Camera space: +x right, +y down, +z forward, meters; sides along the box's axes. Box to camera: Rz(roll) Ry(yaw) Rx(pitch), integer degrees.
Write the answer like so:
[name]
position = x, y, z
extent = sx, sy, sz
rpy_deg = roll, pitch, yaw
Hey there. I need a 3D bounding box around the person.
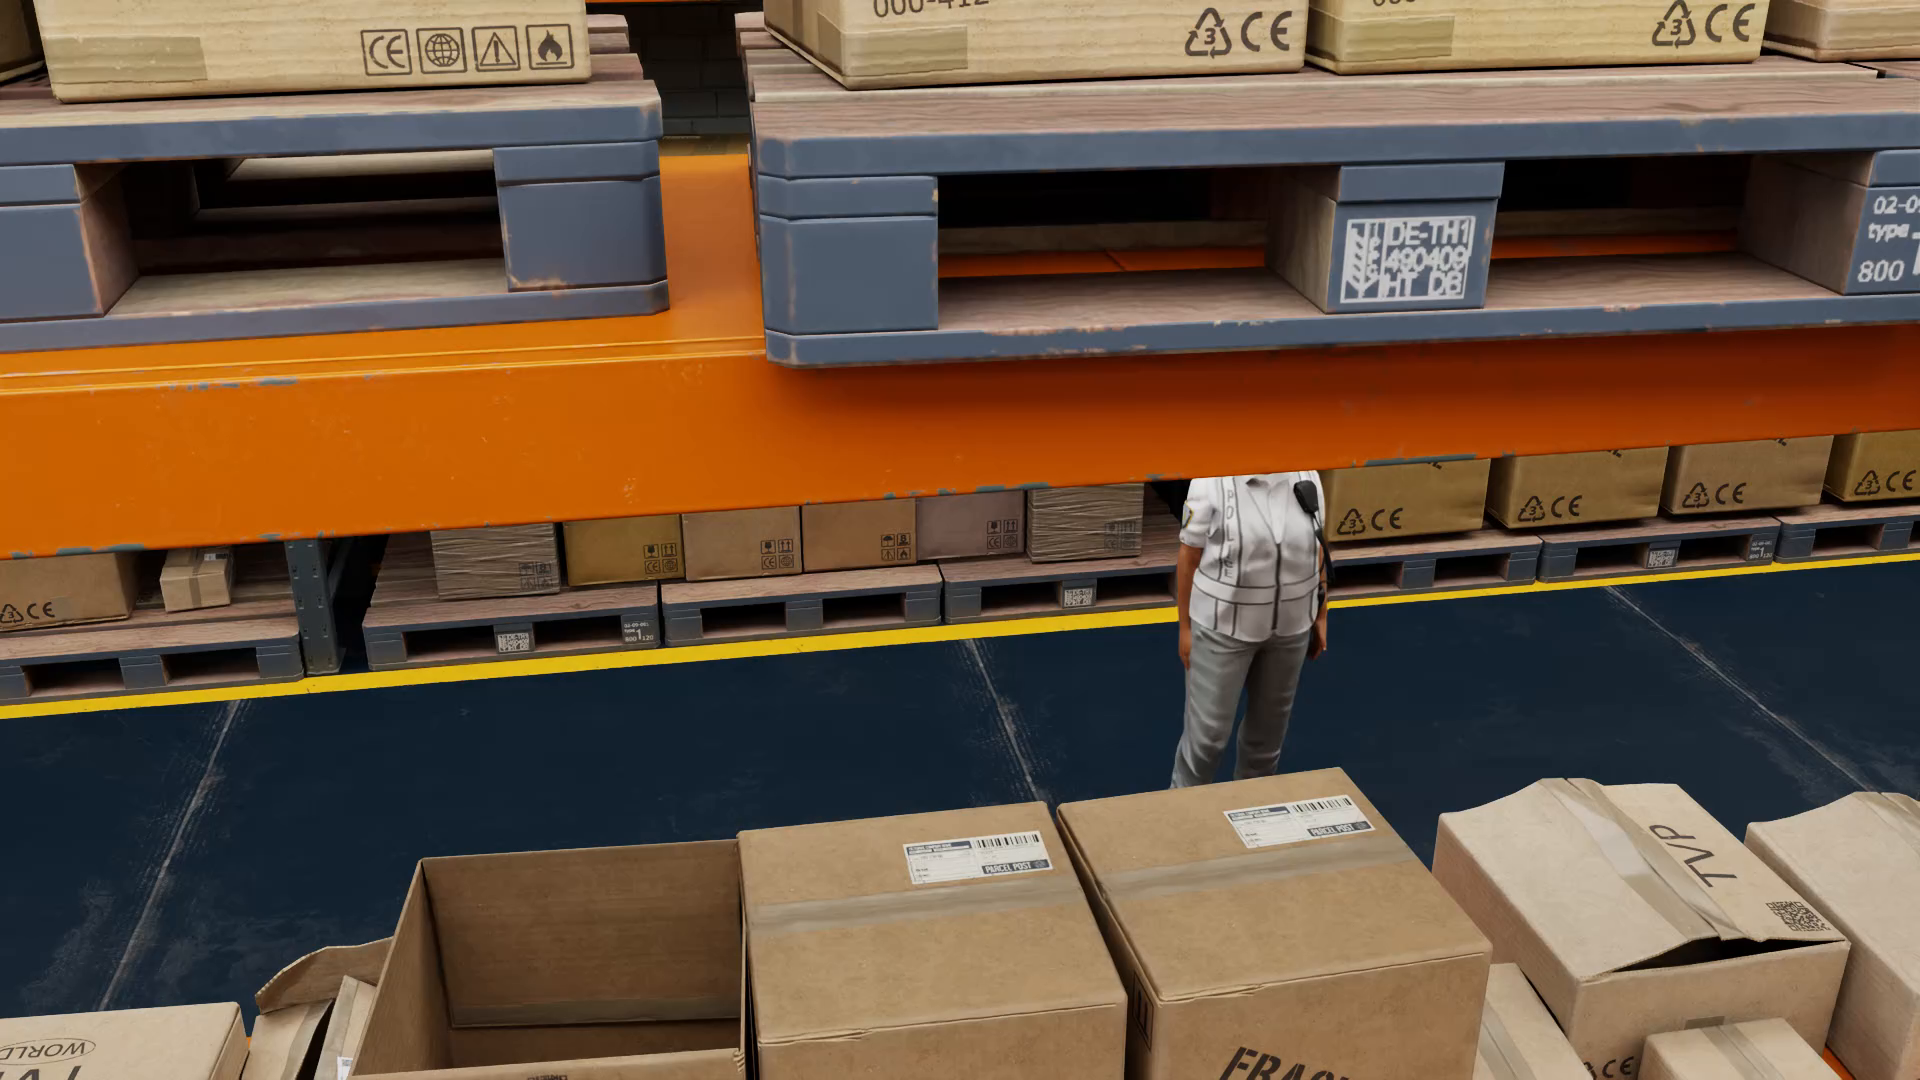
[person]
position = 0.956, 0.301, 5.447
extent = 0.520, 1.714, 0.392
rpy_deg = -6, 24, -14
